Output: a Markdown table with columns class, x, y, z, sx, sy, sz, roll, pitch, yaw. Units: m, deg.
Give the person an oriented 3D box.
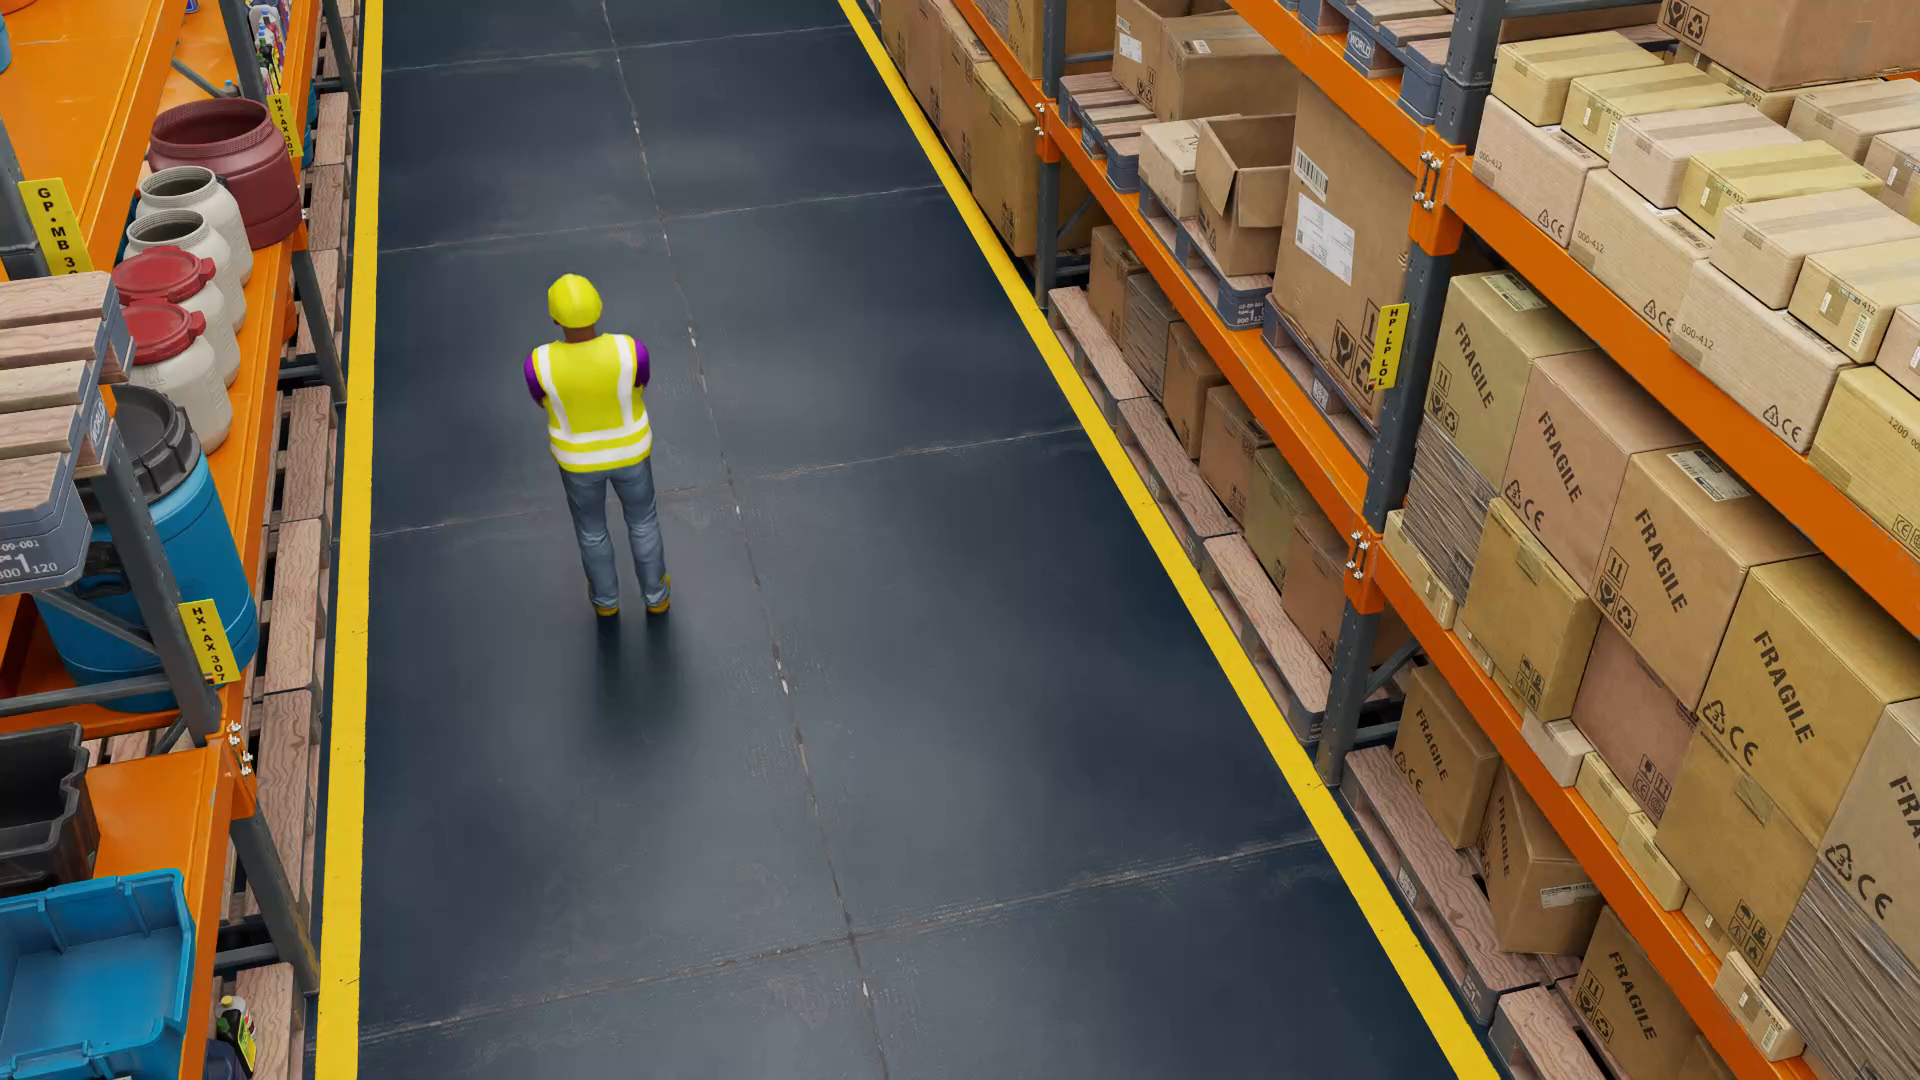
| class | x | y | z | sx | sy | sz | roll | pitch | yaw |
| --- | --- | --- | --- | --- | --- | --- | --- | --- | --- |
| person | -1.577 | -0.440 | 7.259 | 0.510 | 1.767 | 0.575 | -9 | 39 | -12 |
